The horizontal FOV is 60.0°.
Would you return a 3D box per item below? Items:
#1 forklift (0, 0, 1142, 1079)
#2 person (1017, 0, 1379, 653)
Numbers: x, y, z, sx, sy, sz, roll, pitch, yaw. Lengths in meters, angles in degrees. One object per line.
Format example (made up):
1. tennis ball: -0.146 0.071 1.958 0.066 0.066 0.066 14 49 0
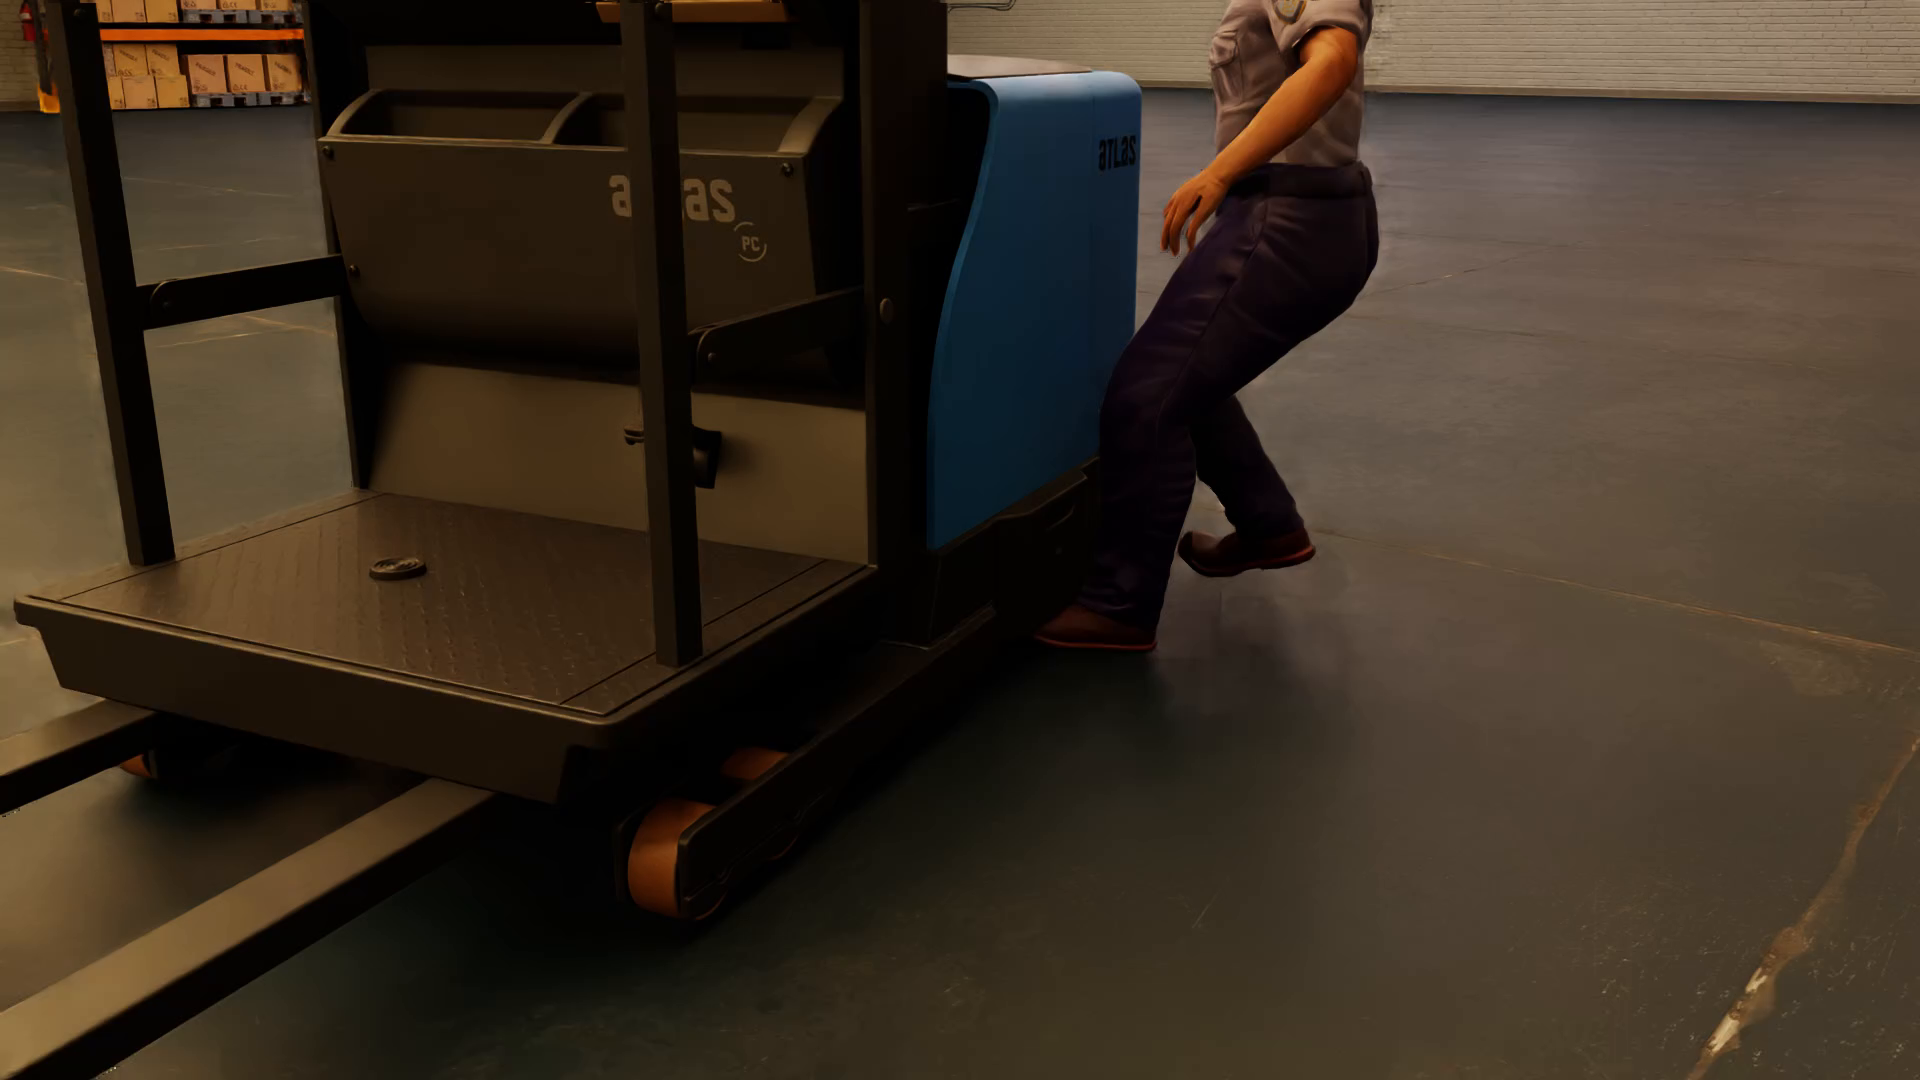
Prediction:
1. forklift: -0.699 -1.031 2.294 1.130 2.935 3.031 8 19 24
2. person: 0.469 -0.585 3.191 0.633 1.576 0.890 6 18 20
